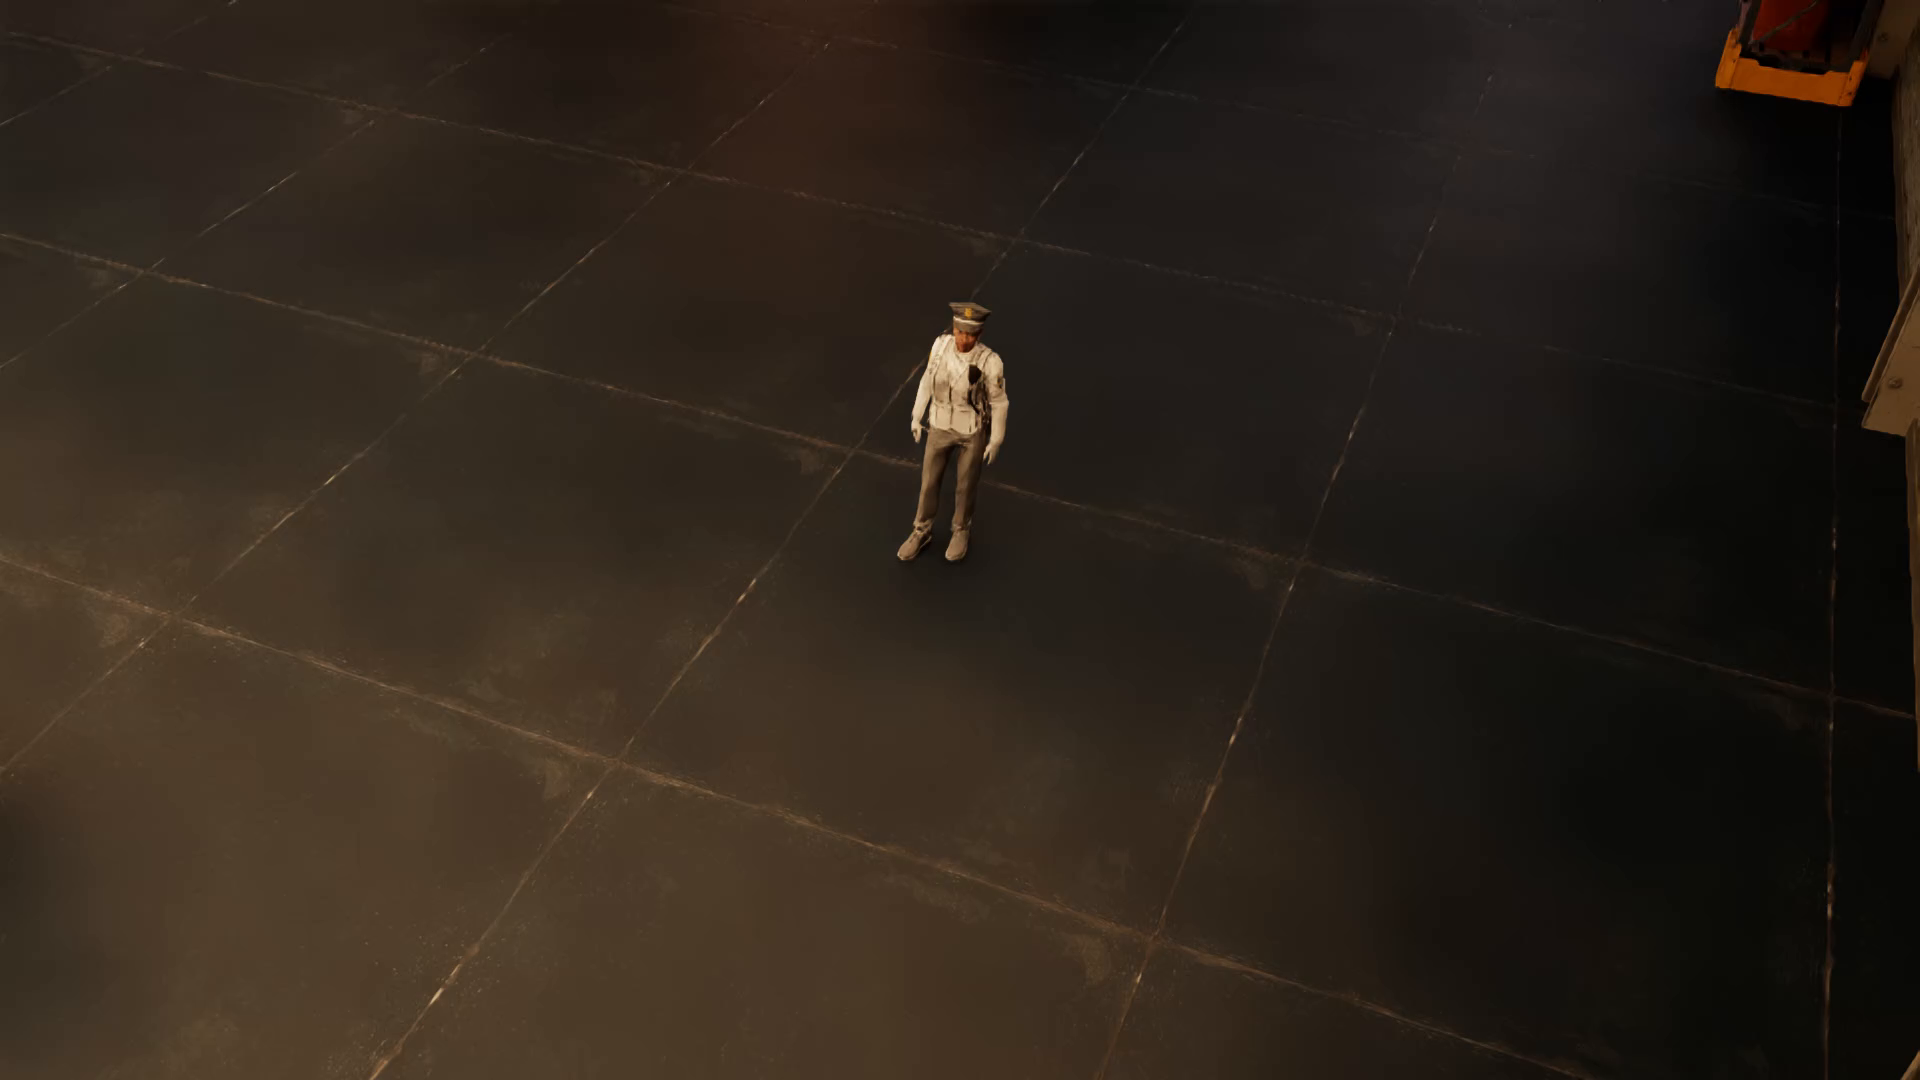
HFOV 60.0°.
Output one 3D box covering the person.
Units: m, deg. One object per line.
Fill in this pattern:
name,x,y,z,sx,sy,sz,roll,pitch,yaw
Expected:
person,-0.035,-0.618,9.696,0.581,1.695,0.533,15,42,17
